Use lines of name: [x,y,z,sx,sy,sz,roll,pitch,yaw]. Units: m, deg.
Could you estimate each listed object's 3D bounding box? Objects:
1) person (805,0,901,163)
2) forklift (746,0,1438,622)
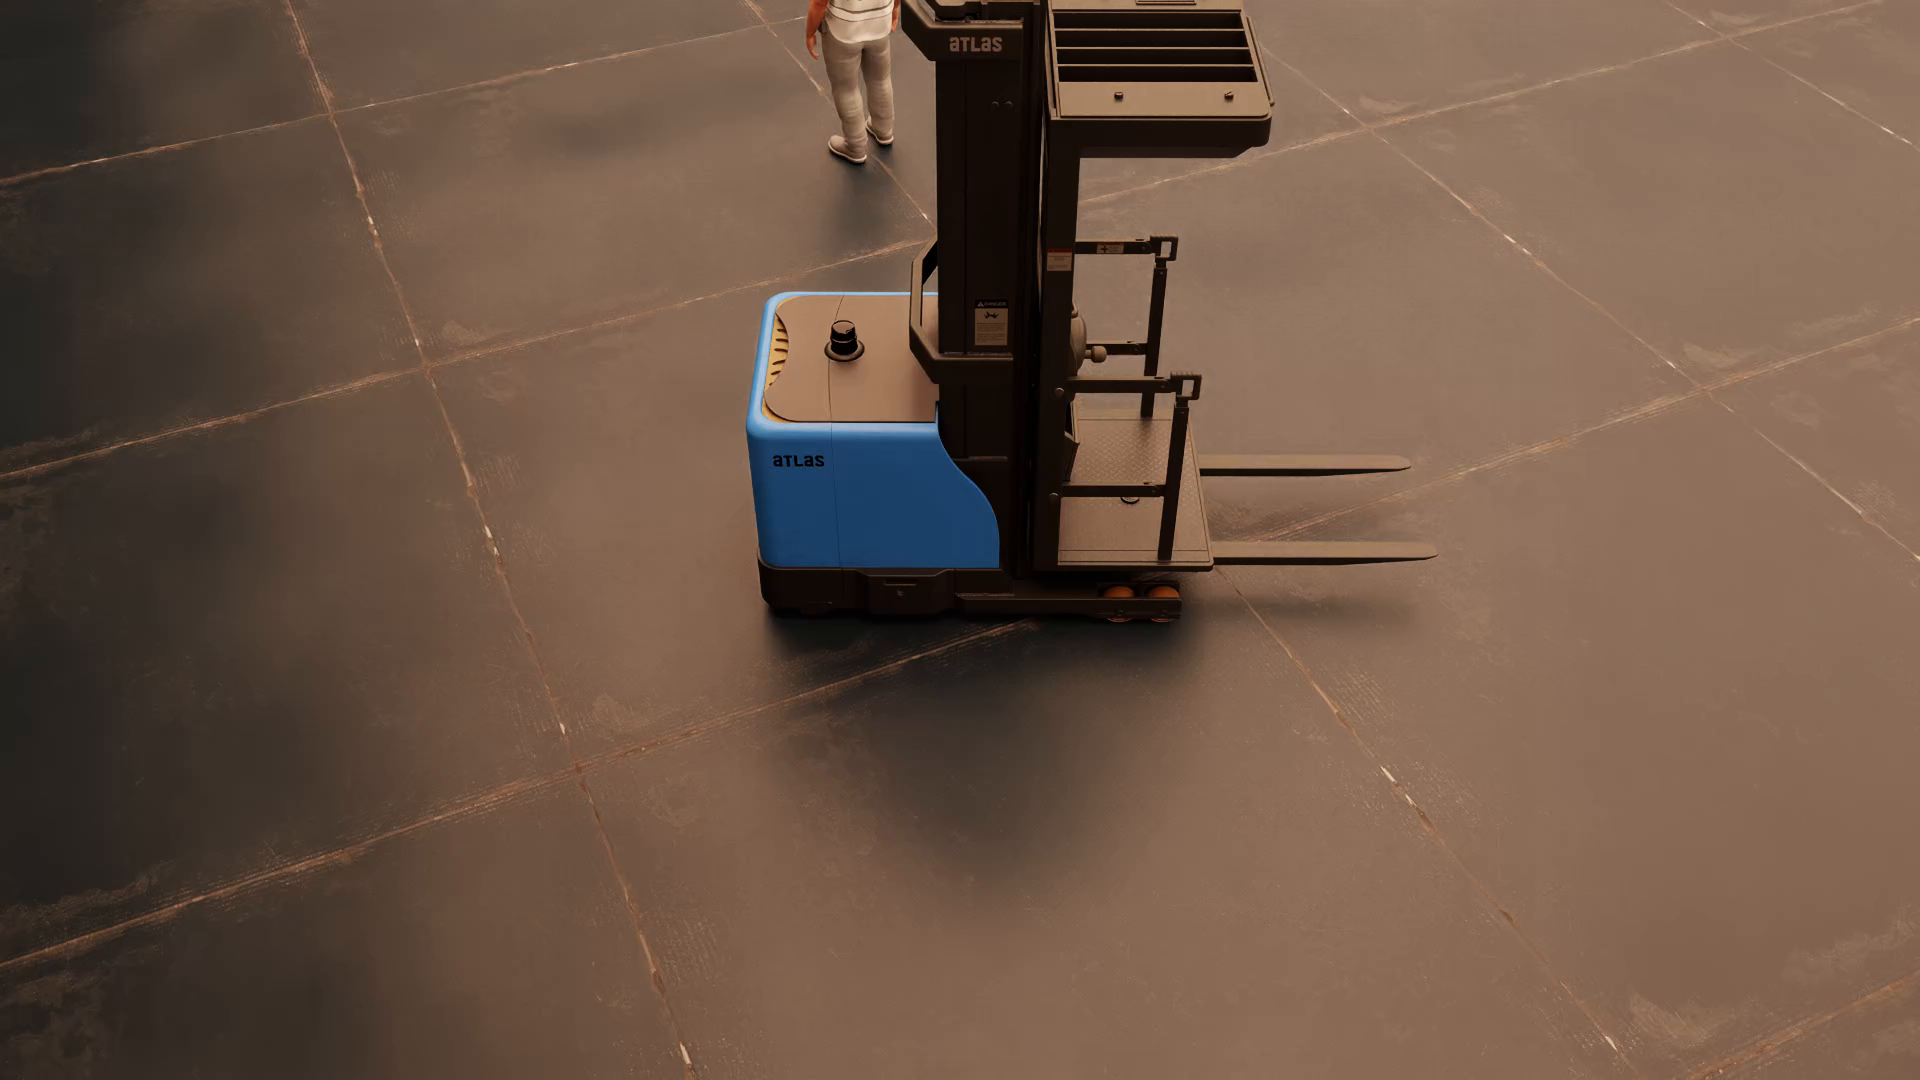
person: [-0.651,-3.078,9.810,0.640,1.780,0.575,-22,47,-22]
forklift: [0.624,-1.070,6.827,3.031,2.935,1.130,0,43,0]
